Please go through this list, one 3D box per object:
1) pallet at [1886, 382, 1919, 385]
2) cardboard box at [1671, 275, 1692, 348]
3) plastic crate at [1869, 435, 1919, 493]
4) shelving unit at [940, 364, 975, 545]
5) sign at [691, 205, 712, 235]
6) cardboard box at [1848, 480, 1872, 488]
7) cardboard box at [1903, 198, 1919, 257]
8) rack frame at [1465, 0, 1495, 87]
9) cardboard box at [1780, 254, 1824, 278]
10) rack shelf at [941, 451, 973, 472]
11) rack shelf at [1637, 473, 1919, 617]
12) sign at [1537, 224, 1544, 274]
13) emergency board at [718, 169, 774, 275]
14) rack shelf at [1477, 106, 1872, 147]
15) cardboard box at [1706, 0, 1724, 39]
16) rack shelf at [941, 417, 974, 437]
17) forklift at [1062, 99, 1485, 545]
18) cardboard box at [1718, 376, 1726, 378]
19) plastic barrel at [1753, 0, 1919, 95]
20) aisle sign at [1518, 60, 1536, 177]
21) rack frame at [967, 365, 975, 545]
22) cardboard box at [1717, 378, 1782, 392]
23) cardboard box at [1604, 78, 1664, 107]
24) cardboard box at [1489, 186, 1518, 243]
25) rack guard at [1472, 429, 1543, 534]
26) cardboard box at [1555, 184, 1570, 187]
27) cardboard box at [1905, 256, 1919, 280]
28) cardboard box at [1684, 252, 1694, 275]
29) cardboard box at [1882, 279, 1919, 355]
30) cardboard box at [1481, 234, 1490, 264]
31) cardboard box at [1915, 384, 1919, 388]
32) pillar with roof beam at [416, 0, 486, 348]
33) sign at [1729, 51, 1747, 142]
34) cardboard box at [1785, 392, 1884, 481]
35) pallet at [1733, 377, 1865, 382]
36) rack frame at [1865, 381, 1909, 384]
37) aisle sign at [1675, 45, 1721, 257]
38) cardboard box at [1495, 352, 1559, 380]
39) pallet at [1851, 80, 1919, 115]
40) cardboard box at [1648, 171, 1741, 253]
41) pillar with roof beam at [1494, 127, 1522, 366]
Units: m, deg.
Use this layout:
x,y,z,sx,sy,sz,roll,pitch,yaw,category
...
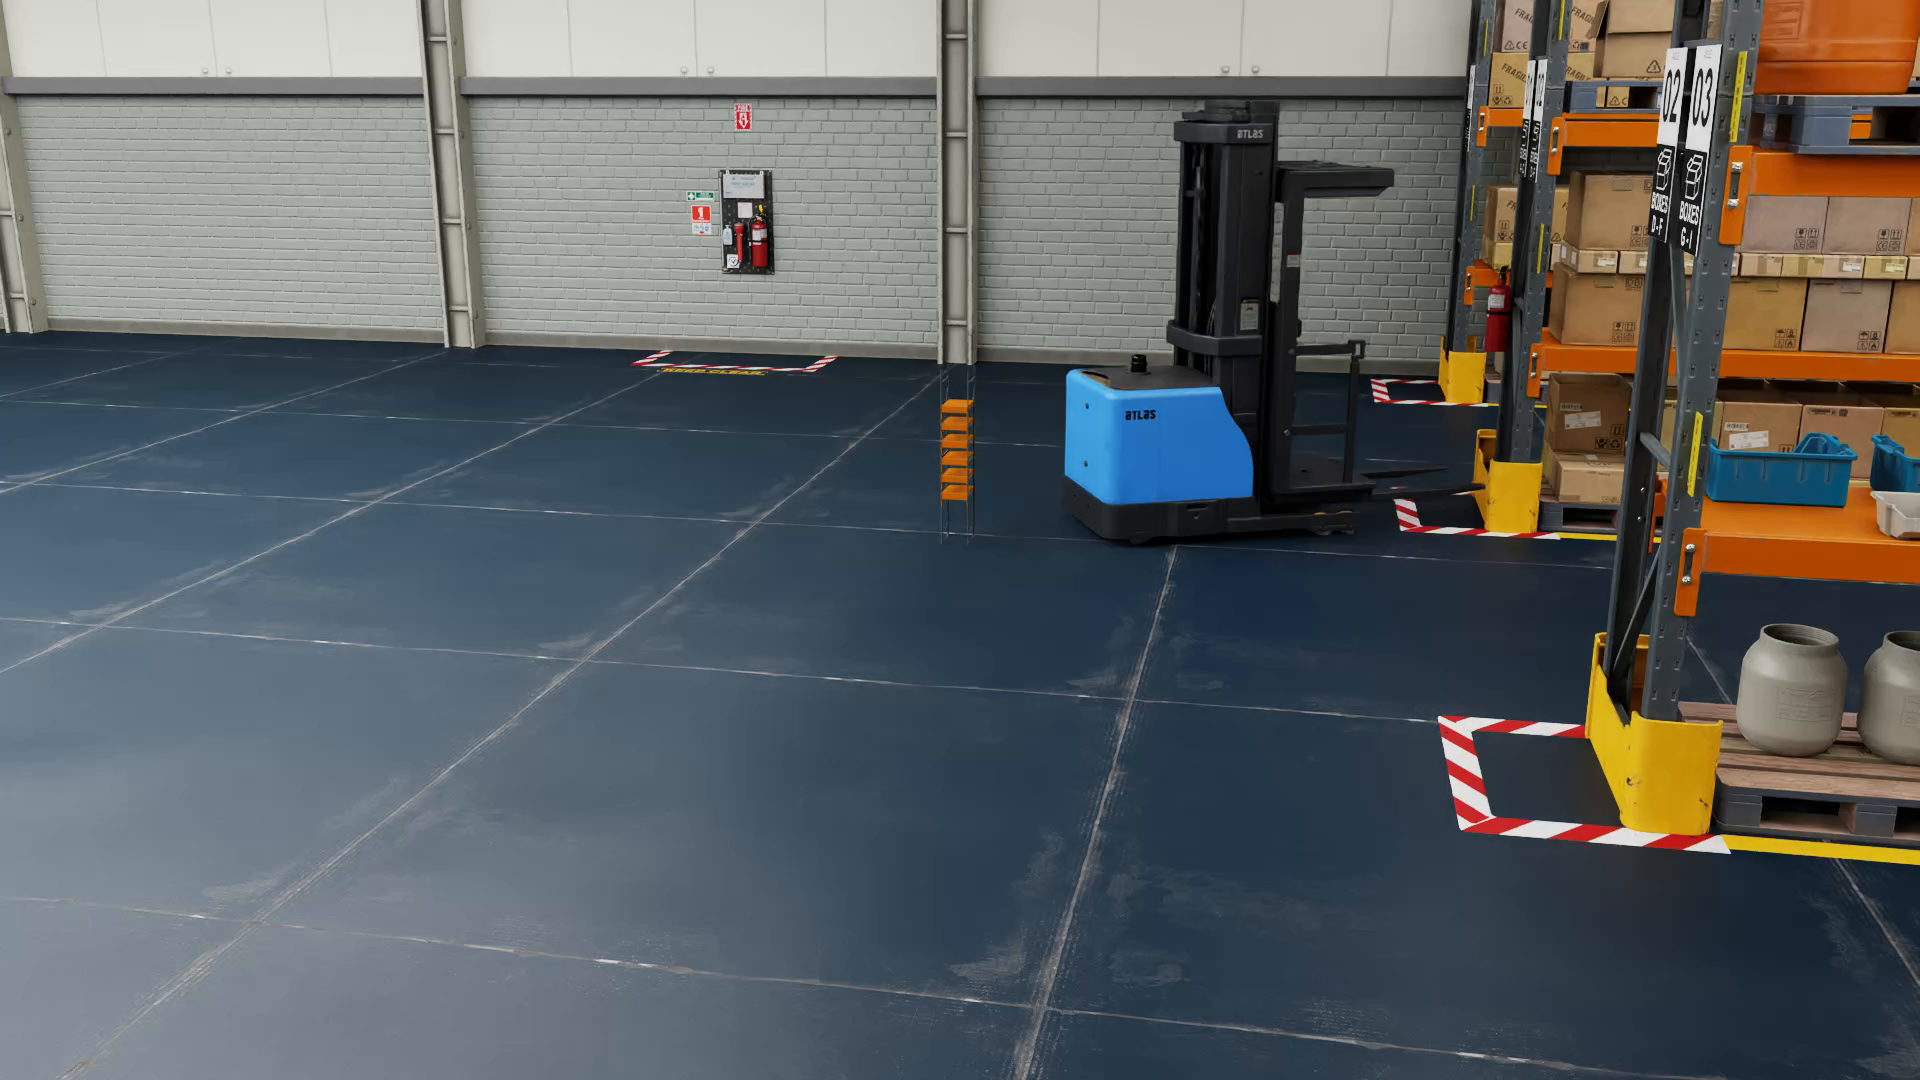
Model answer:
x,y,z,sx,sy,sz,roll,pitch,yaw,category
9.678,-1.344,15.948,1.213,0.211,1.003,3,16,11,pallet
4.982,-1.639,11.602,0.500,0.500,0.700,4,16,13,cardboard box
4.206,-0.294,7.212,0.408,0.251,0.499,3,16,11,plastic crate
-0.014,-0.579,11.335,0.189,1.200,0.258,3,16,11,shelving unit
-2.961,-3.665,19.036,0.234,0.329,0.001,3,16,11,sign
5.963,-0.356,11.521,0.500,0.250,0.500,3,16,11,cardboard box
6.510,-2.181,11.130,0.500,0.500,0.700,3,16,11,cardboard box
4.995,-5.833,15.691,0.127,3.000,1.000,3,16,11,rack frame
5.616,-1.861,11.189,0.250,0.149,0.380,3,16,10,cardboard box
-0.014,-0.536,11.346,0.180,0.103,0.258,3,16,11,rack shelf
4.981,0.103,6.848,4.000,0.370,1.077,3,16,11,rack shelf
3.895,-1.956,11.164,0.005,0.325,0.100,3,16,11,sign
-2.440,-3.591,18.837,0.643,1.169,0.194,3,16,11,emergency board
6.955,-3.934,15.803,4.000,0.370,1.077,3,16,11,rack shelf
6.977,-4.885,15.792,0.500,0.500,0.500,3,16,11,cardboard box
-0.014,-0.767,11.282,0.180,0.103,0.258,3,16,11,rack shelf
2.320,-1.574,11.683,3.031,2.935,1.130,-4,16,-14,forklift
7.352,-1.657,16.372,0.250,0.149,0.380,2,16,7,cardboard box
3.523,-2.212,6.649,0.708,0.830,0.600,3,16,11,plastic barrel
4.006,-2.979,11.756,0.004,0.787,0.394,3,16,11,aisle sign
0.075,-0.574,11.317,0.006,1.200,0.240,3,16,11,rack frame
5.580,-0.884,12.024,0.500,0.500,0.500,3,16,11,cardboard box
6.302,-4.297,15.542,0.500,0.500,0.500,4,16,14,cardboard box
5.403,-3.136,16.034,0.500,0.500,0.500,3,16,11,cardboard box
3.988,-0.442,12.151,0.348,0.500,1.175,3,16,11,rack guard
5.991,-3.241,16.413,0.500,0.500,0.500,3,16,12,cardboard box
6.379,-1.820,11.040,0.250,0.149,0.380,4,16,13,cardboard box
4.857,-1.902,11.337,0.250,0.149,0.380,3,16,11,cardboard box
6.487,-1.557,11.306,0.500,0.500,0.700,3,16,12,cardboard box
5.492,-2.905,16.603,0.500,0.250,0.500,3,16,12,cardboard box
7.048,-0.802,11.729,0.500,0.500,0.500,3,16,11,cardboard box
-6.763,-5.534,14.612,0.400,9.000,9.100,3,16,11,pillar with roof beam
2.907,-1.656,6.216,0.005,0.325,0.100,3,16,11,sign
5.962,-0.717,11.420,0.500,0.500,0.500,3,16,11,cardboard box
8.250,-1.411,16.192,1.213,0.211,1.003,3,16,11,pallet
8.915,-2.729,15.724,0.127,3.000,1.000,3,16,11,rack frame
2.892,-1.530,6.526,0.004,0.787,0.394,3,16,11,aisle sign
5.655,-1.797,16.574,0.500,0.311,0.500,1,16,5,cardboard box
5.899,-2.940,11.032,1.213,0.211,1.003,3,16,11,pallet
5.035,-2.261,11.419,0.500,0.500,0.700,3,16,10,cardboard box
4.996,-4.895,12.308,0.400,9.000,9.100,3,16,11,pillar with roof beam
